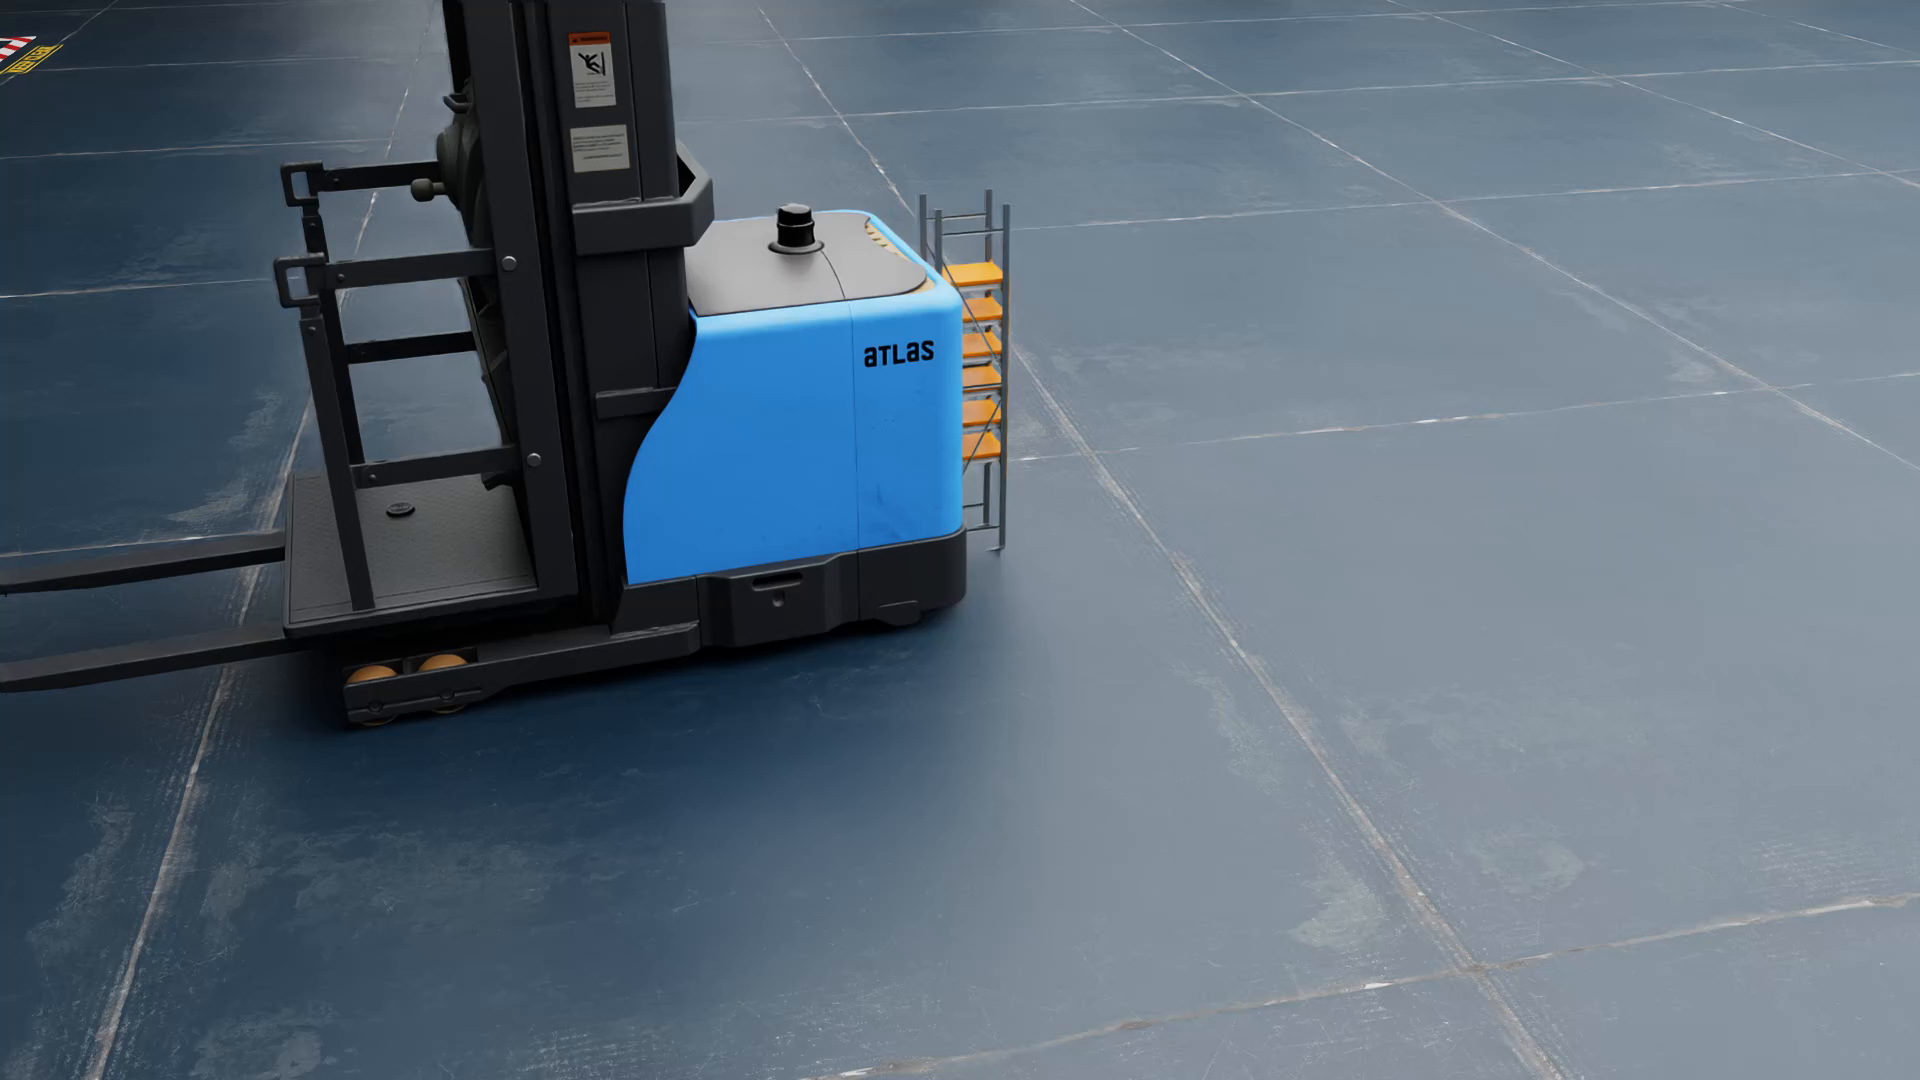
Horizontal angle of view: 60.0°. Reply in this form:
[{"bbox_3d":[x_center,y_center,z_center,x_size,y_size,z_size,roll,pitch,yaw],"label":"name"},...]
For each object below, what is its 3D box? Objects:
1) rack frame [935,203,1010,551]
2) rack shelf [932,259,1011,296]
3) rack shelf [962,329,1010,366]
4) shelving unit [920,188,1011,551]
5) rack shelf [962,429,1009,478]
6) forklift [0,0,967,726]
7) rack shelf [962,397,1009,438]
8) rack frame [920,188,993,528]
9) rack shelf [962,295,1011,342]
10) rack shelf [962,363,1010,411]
[{"bbox_3d":[0.039,-0.492,5.393,0.240,1.200,0.006,-8,28,-15],"label":"rack frame"},{"bbox_3d":[0.014,-0.813,5.329,0.258,0.103,0.180,-8,28,-15],"label":"rack shelf"},{"bbox_3d":[0.014,-0.599,5.437,0.258,0.103,0.180,-8,28,-15],"label":"rack shelf"},{"bbox_3d":[0.014,-0.532,5.472,0.258,1.200,0.189,-8,28,-15],"label":"shelving unit"},{"bbox_3d":[0.014,-0.278,5.600,0.258,0.103,0.180,-8,28,-15],"label":"rack shelf"},{"bbox_3d":[-1.554,-1.051,4.579,3.031,2.935,1.130,-9,28,-17],"label":"forklift"},{"bbox_3d":[0.014,-0.385,5.546,0.258,0.103,0.180,-8,28,-15],"label":"rack shelf"},{"bbox_3d":[-0.012,-0.571,5.550,0.240,1.200,0.006,-8,28,-15],"label":"rack frame"},{"bbox_3d":[0.014,-0.706,5.383,0.258,0.103,0.180,-8,28,-15],"label":"rack shelf"},{"bbox_3d":[0.014,-0.492,5.492,0.258,0.103,0.180,-8,28,-15],"label":"rack shelf"}]
